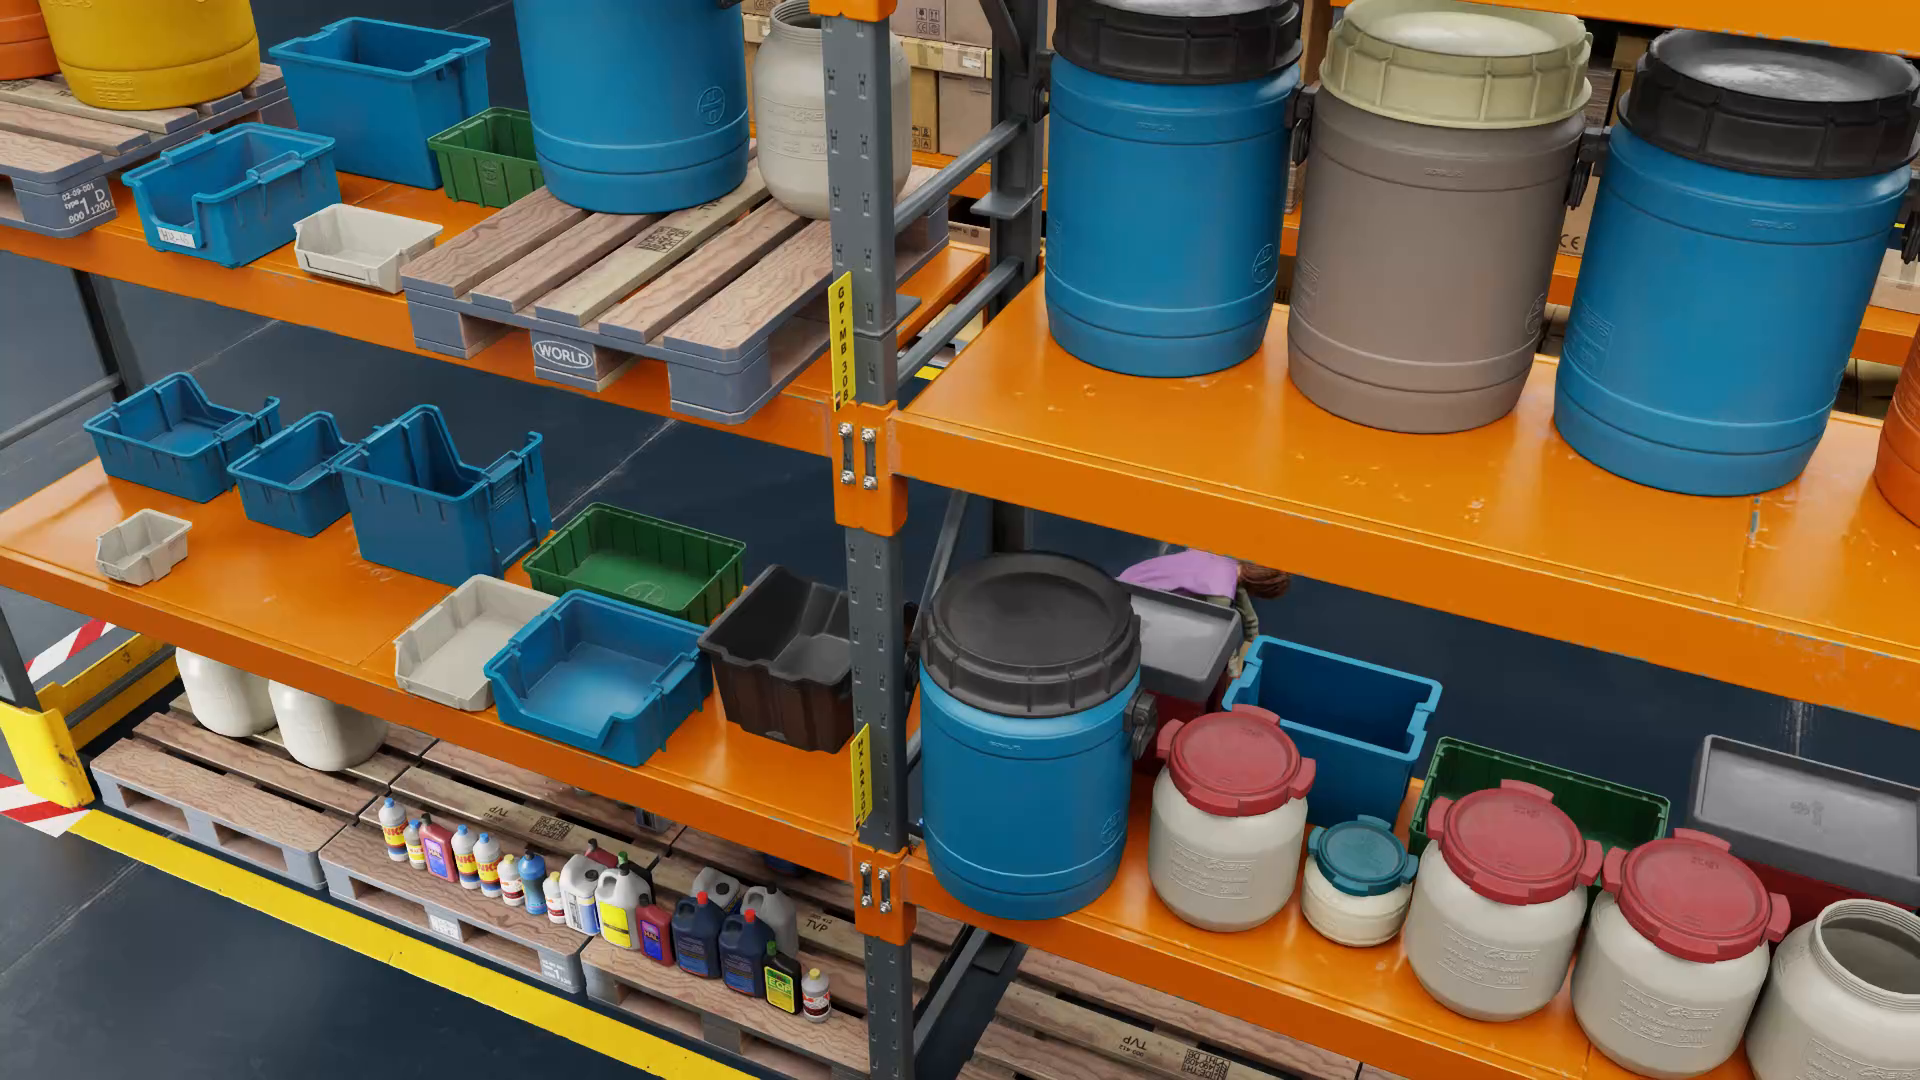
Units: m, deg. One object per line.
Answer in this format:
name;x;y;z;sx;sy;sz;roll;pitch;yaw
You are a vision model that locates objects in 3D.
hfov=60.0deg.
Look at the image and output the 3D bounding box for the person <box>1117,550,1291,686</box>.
person;1.029;0.346;7.372;0.803;0.782;0.435;15;37;20
